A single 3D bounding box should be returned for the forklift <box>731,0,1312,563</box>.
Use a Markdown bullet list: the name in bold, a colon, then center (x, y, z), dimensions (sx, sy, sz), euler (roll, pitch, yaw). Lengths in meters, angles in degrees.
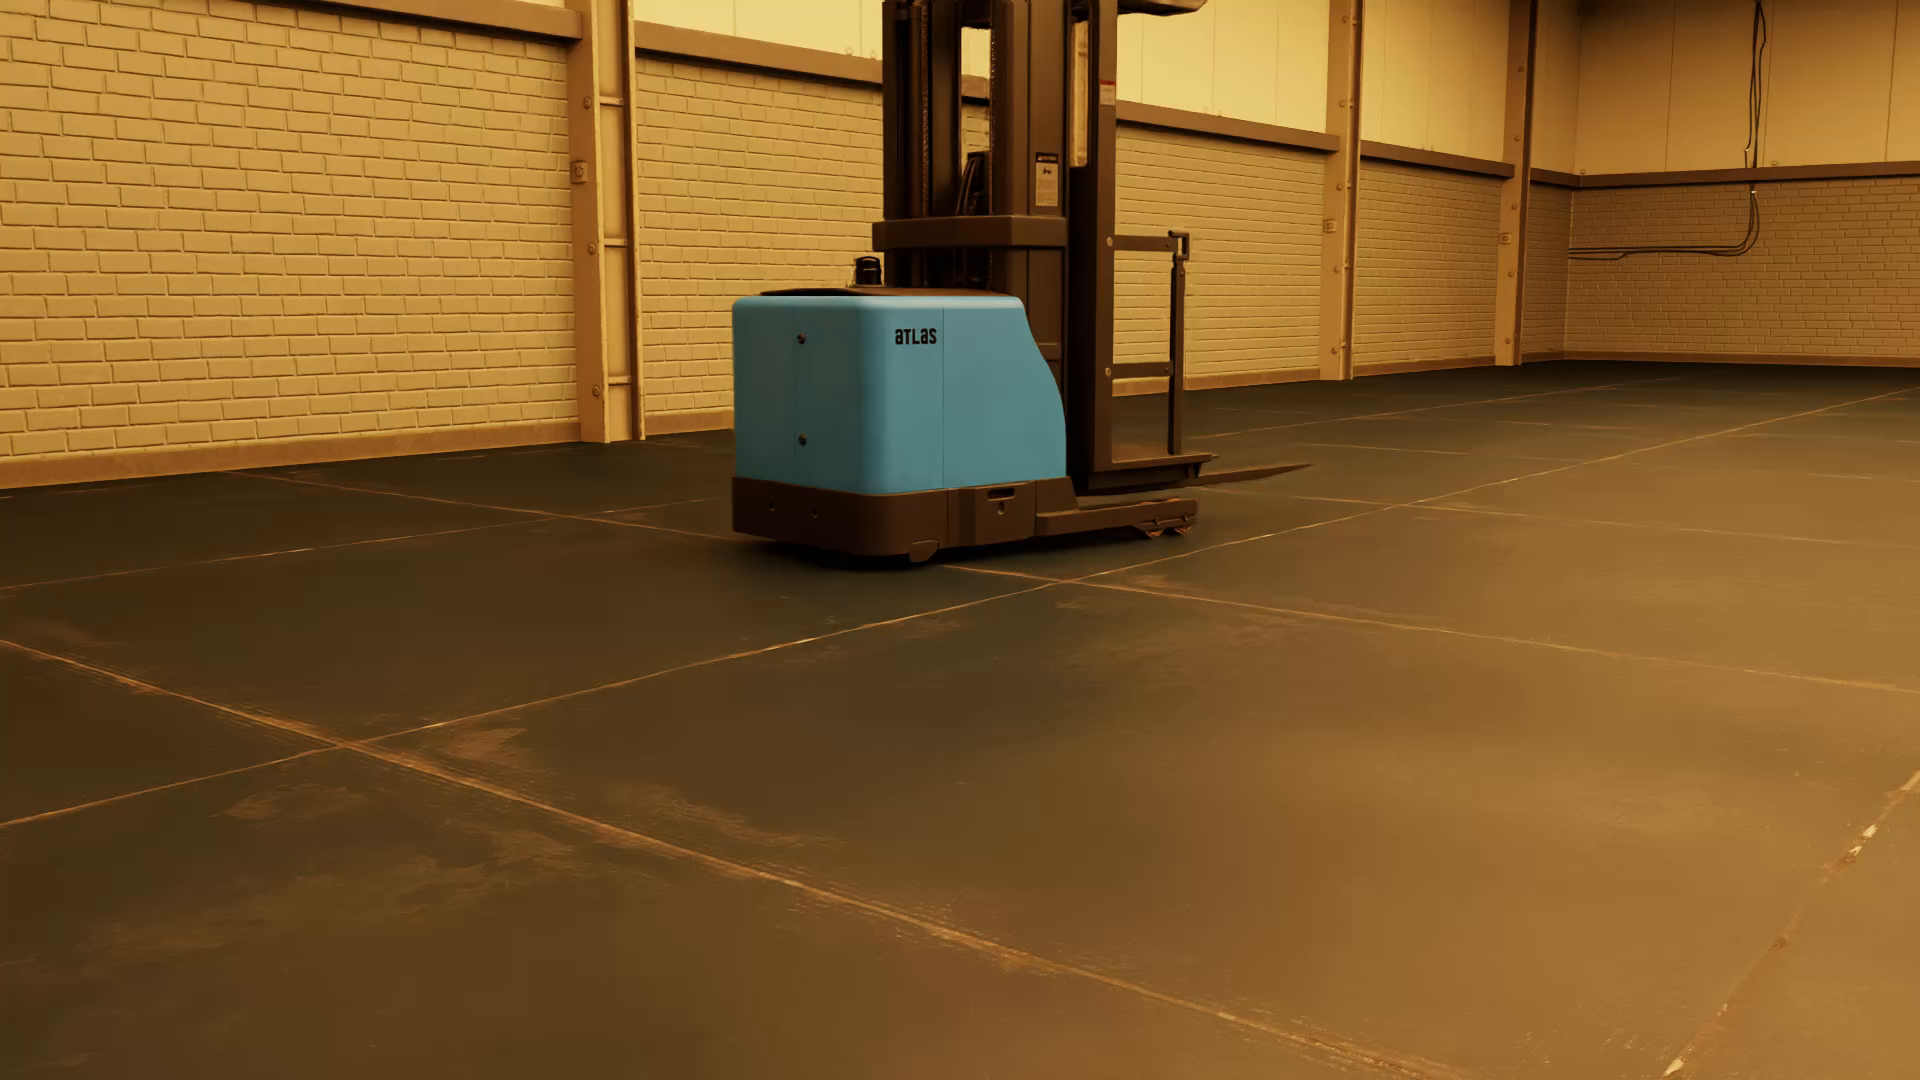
- **forklift**: center (0.453, -1.511, 7.610), dimensions (3.031, 2.935, 1.130), euler (-7, 11, -41)
